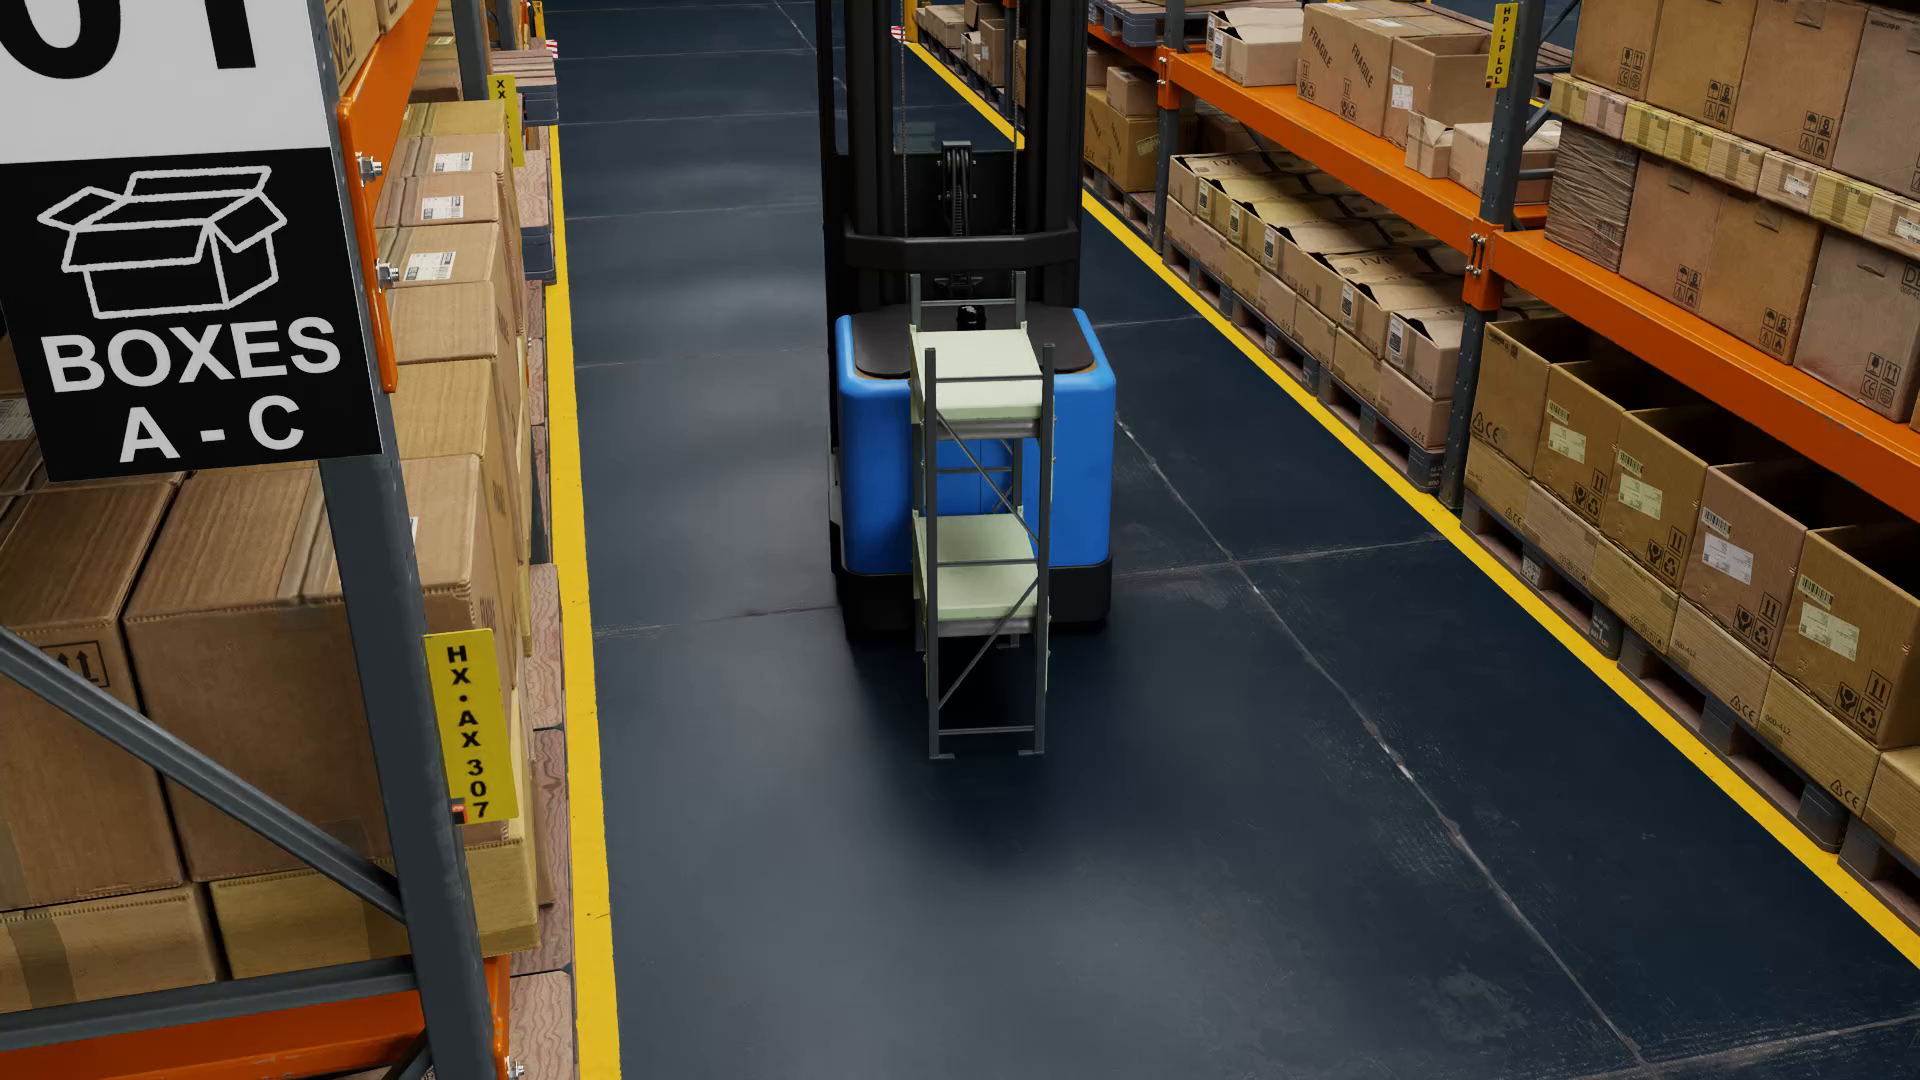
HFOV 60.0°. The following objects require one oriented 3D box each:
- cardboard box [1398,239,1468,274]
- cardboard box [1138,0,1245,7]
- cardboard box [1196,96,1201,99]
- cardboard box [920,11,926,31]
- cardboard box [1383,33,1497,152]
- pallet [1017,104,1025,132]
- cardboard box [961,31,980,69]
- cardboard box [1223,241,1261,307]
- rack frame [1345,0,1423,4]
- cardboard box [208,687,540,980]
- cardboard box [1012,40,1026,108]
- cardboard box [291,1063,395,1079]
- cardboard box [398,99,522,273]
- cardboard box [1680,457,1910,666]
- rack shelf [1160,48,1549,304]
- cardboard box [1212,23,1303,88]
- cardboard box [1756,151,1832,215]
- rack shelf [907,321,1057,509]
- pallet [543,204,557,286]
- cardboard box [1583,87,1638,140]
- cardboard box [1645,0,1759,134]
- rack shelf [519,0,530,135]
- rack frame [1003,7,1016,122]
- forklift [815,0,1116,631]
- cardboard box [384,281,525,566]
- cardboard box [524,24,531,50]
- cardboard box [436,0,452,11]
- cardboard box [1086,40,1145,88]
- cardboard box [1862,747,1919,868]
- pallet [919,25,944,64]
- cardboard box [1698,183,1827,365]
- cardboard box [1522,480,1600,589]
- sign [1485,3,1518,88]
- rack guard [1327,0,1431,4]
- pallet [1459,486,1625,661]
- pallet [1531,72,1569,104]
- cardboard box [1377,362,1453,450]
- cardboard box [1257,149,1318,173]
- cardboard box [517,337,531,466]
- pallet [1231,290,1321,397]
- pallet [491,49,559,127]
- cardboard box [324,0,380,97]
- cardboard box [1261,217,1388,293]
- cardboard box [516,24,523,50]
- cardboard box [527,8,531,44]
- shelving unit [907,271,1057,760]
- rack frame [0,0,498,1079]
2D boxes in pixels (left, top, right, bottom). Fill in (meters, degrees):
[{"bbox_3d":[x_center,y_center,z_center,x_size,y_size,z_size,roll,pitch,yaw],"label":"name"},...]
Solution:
[{"bbox_3d":[2.609,-1.408,8.674,0.500,0.311,0.500,-7,28,-13],"label":"cardboard box"},{"bbox_3d":[1.532,-3.797,10.866,0.700,0.500,0.500,-16,31,-29],"label":"cardboard box"},{"bbox_3d":[1.728,-3.059,12.267,0.500,0.500,0.500,-6,27,-12],"label":"cardboard box"},{"bbox_3d":[-0.204,-5.415,17.305,0.380,0.166,0.250,-6,27,-12],"label":"cardboard box"},{"bbox_3d":[2.409,-2.158,8.086,0.500,0.500,0.500,-4,27,-8],"label":"cardboard box"},{"bbox_3d":[1.102,-3.457,13.866,1.003,0.211,1.213,-6,27,-12],"label":"pallet"},{"bbox_3d":[0.308,-4.602,15.535,0.500,0.311,0.500,-6,27,-12],"label":"cardboard box"},{"bbox_3d":[1.853,-1.552,9.581,0.500,0.250,0.500,-7,28,-13],"label":"cardboard box"},{"bbox_3d":[4.807,-7.313,18.410,1.000,3.000,0.127,-6,27,-12],"label":"rack frame"},{"bbox_3d":[-1.040,0.529,3.018,0.500,0.250,0.500,-7,28,-13],"label":"cardboard box"},{"bbox_3d":[0.754,-3.899,13.932,0.500,0.500,0.500,-7,28,-14],"label":"cardboard box"},{"bbox_3d":[-1.436,1.158,4.123,0.500,0.311,0.500,-4,27,-7],"label":"cardboard box"},{"bbox_3d":[-1.733,-1.140,5.491,0.500,0.500,0.500,-6,27,-12],"label":"cardboard box"},{"bbox_3d":[2.824,0.055,5.565,0.500,0.500,0.500,-6,27,-12],"label":"cardboard box"},{"bbox_3d":[2.234,-2.100,8.881,1.077,0.370,4.000,-6,27,-12],"label":"rack shelf"},{"bbox_3d":[1.796,-2.847,9.661,0.500,0.311,0.500,-6,27,-12],"label":"cardboard box"},{"bbox_3d":[2.851,-1.175,5.418,0.380,0.149,0.250,-7,28,-13],"label":"cardboard box"},{"bbox_3d":[0.059,-0.435,5.581,0.431,0.370,0.720,-2,27,-4],"label":"rack shelf"},{"bbox_3d":[-3.146,-1.904,10.788,1.003,0.211,1.213,-6,27,-12],"label":"pallet"},{"bbox_3d":[2.613,-1.630,6.320,0.380,0.149,0.250,-6,27,-11],"label":"cardboard box"},{"bbox_3d":[2.906,-1.751,5.840,0.700,0.500,0.500,-6,27,-12],"label":"cardboard box"},{"bbox_3d":[-3.493,-3.352,11.360,1.077,0.370,4.000,-6,27,-12],"label":"rack shelf"},{"bbox_3d":[0.882,-5.056,13.937,1.000,3.000,0.127,-6,27,-12],"label":"rack frame"},{"bbox_3d":[-0.055,-1.591,7.149,1.130,2.935,3.031,-2,27,-4],"label":"forklift"},{"bbox_3d":[-1.266,-0.245,3.719,0.500,0.500,0.500,-7,28,-13],"label":"cardboard box"},{"bbox_3d":[-3.670,-3.507,12.788,0.750,0.750,0.750,-6,27,-11],"label":"cardboard box"},{"bbox_3d":[-2.624,-2.286,7.851,0.700,0.500,0.500,-6,27,-12],"label":"cardboard box"},{"bbox_3d":[1.093,-3.575,12.457,0.500,0.250,0.500,-6,27,-13],"label":"cardboard box"},{"bbox_3d":[3.053,0.829,4.865,0.500,0.250,0.500,-6,27,-12],"label":"cardboard box"},{"bbox_3d":[0.178,-5.183,17.285,1.003,0.211,1.213,-6,27,-12],"label":"pallet"},{"bbox_3d":[3.025,-0.943,5.677,0.700,0.500,0.500,-6,27,-11],"label":"cardboard box"},{"bbox_3d":[2.602,-0.049,6.604,0.500,0.250,0.500,-6,27,-12],"label":"cardboard box"},{"bbox_3d":[2.158,-1.966,6.619,0.100,0.325,0.005,-6,27,-12],"label":"sign"},{"bbox_3d":[4.789,-6.206,18.991,1.175,0.500,0.348,-6,27,-12],"label":"rack guard"},{"bbox_3d":[2.823,0.055,6.907,1.003,0.211,1.213,-6,27,-12],"label":"pallet"},{"bbox_3d":[5.842,-3.969,14.879,1.003,0.211,1.213,-6,27,-12],"label":"pallet"},{"bbox_3d":[2.309,-0.656,7.806,0.500,0.250,0.500,-6,27,-12],"label":"cardboard box"},{"bbox_3d":[2.141,-2.305,10.451,0.500,0.311,0.500,-5,27,-10],"label":"cardboard box"},{"bbox_3d":[-1.506,-0.365,4.788,0.500,0.250,0.500,-6,27,-12],"label":"cardboard box"},{"bbox_3d":[2.202,-1.155,9.304,1.003,0.211,1.213,-6,27,-12],"label":"pallet"},{"bbox_3d":[-2.778,-2.407,8.903,1.213,0.211,1.003,-6,27,-12],"label":"pallet"},{"bbox_3d":[-1.071,-0.848,2.139,0.500,0.500,0.500,-5,27,-10],"label":"cardboard box"},{"bbox_3d":[1.971,-1.571,8.996,0.500,0.311,0.500,-6,27,-12],"label":"cardboard box"},{"bbox_3d":[-2.916,-3.096,10.313,0.380,0.149,0.250,-5,27,-10],"label":"cardboard box"},{"bbox_3d":[-4.590,-5.081,16.296,0.700,0.500,0.500,-6,27,-12],"label":"cardboard box"},{"bbox_3d":[0.059,-0.086,5.757,0.431,1.500,0.755,-2,27,-4],"label":"shelving unit"},{"bbox_3d":[-1.236,0.717,2.501,0.949,2.616,0.053,-6,27,-12],"label":"rack frame"}]
